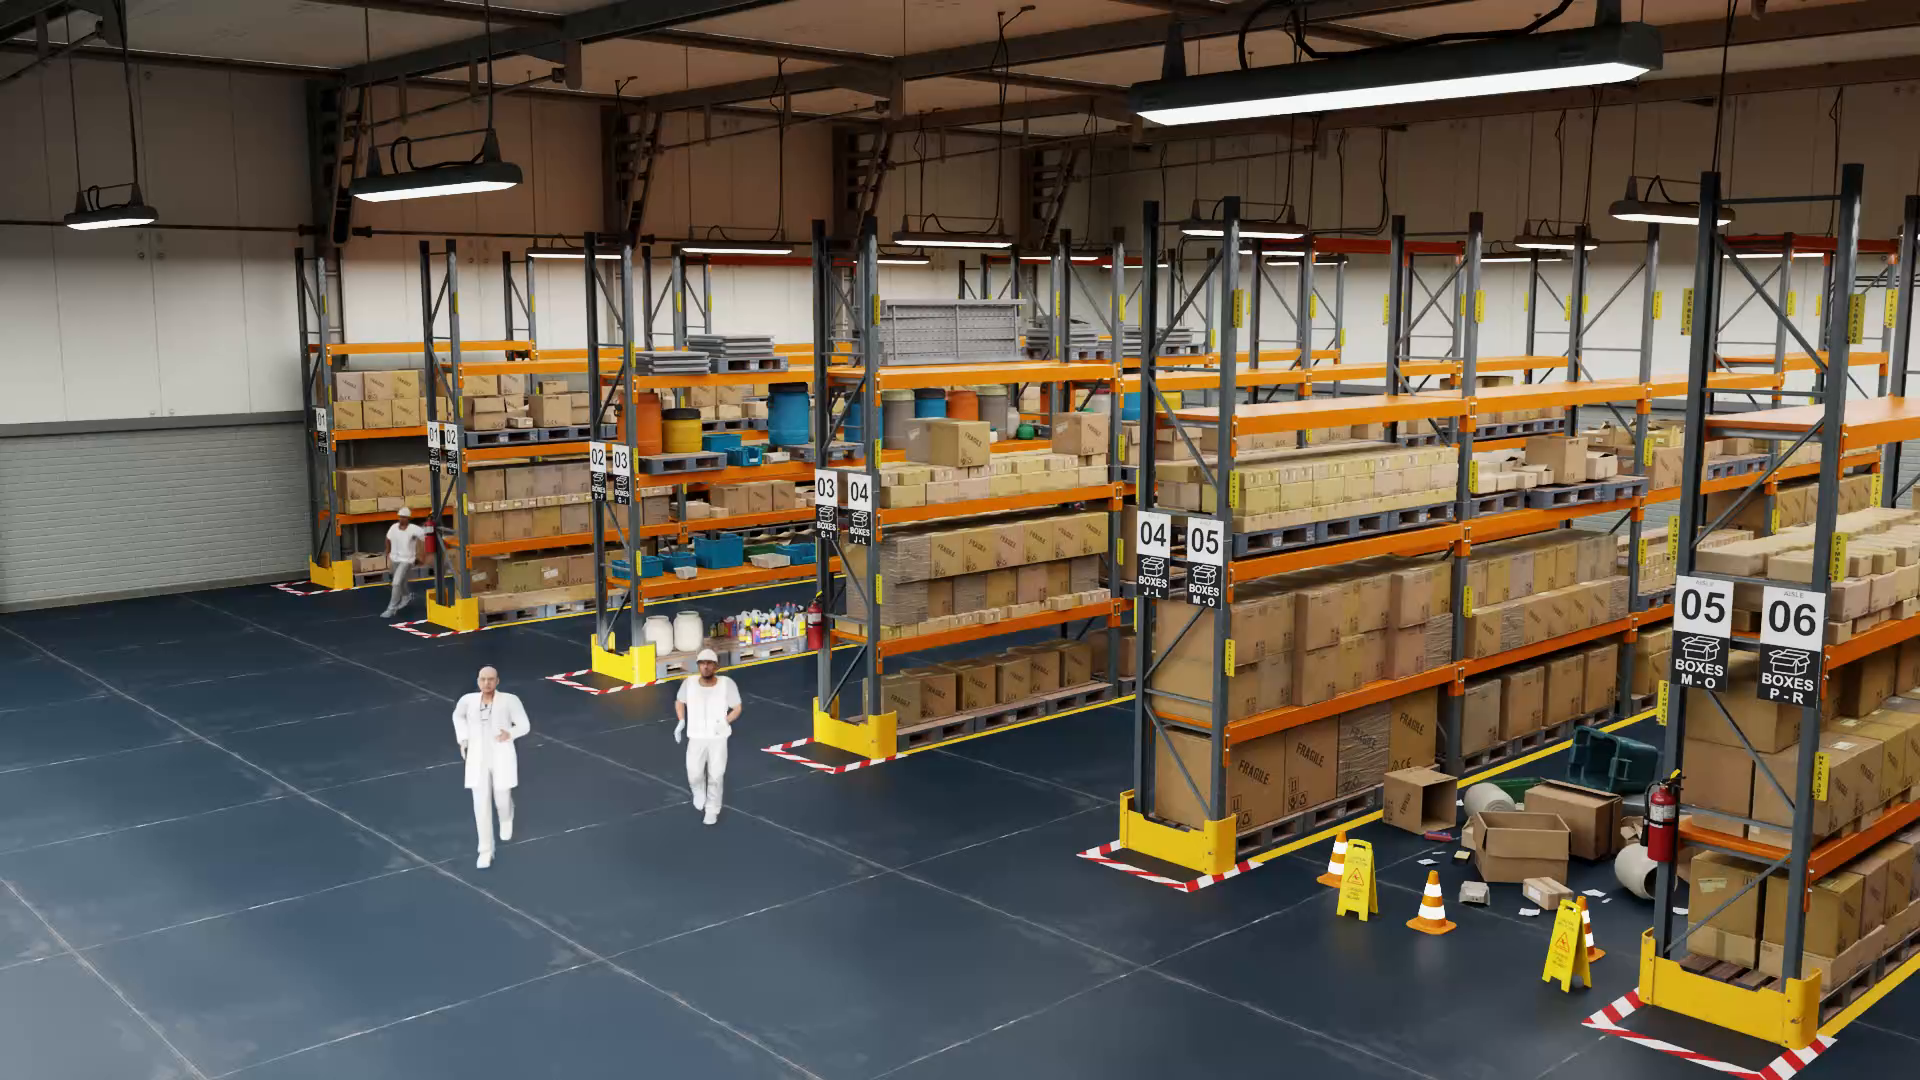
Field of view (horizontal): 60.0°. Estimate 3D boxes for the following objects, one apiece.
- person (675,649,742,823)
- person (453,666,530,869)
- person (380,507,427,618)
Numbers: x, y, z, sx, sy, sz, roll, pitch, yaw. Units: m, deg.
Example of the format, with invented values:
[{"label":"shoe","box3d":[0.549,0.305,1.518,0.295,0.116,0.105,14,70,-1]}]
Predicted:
[{"label":"person","box3d":[-2.474,1.933,16.295,0.672,1.736,0.576,0,8,-2]},{"label":"person","box3d":[-4.307,2.027,15.254,0.716,1.748,1.048,-1,8,-8]},{"label":"person","box3d":[-9.005,0.343,26.968,0.765,1.752,0.901,3,9,20]}]
